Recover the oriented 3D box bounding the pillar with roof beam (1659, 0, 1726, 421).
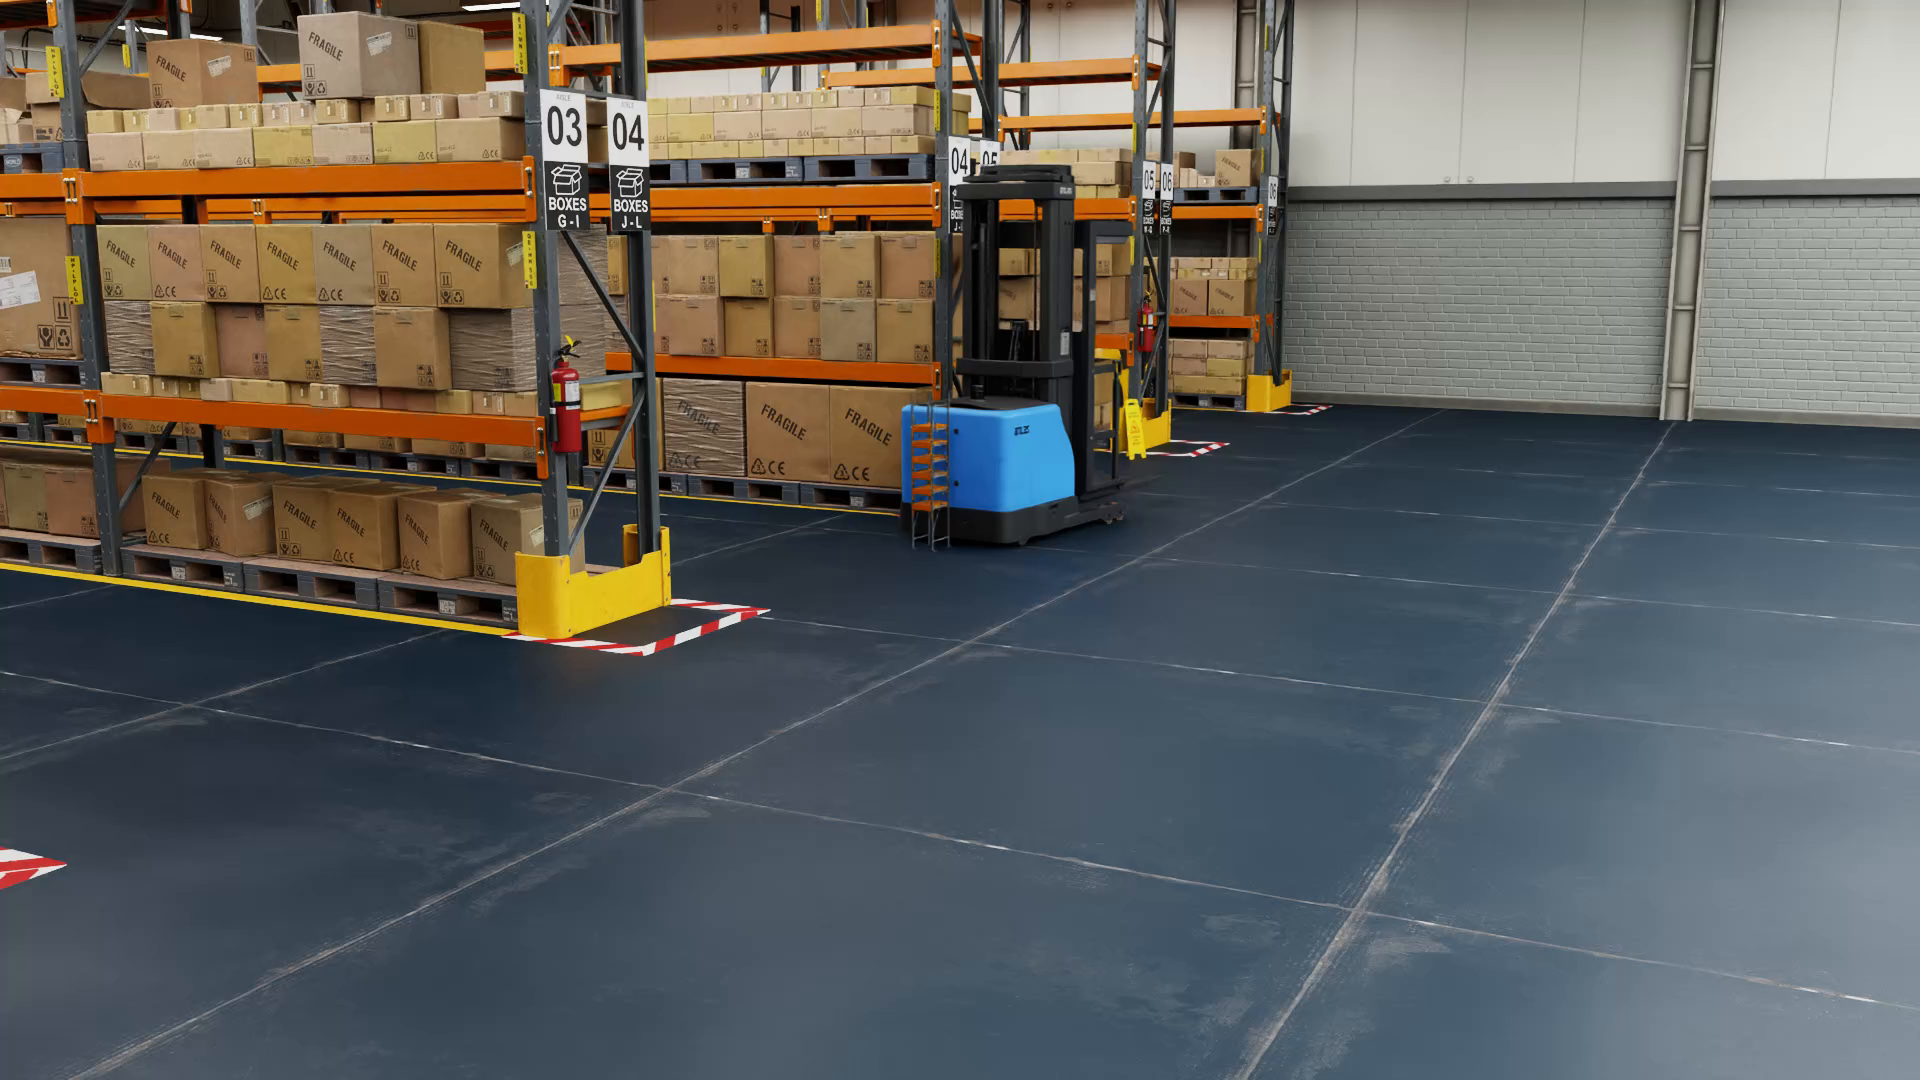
[{"bbox_3d":[7.608,-5.344,17.492,0.400,9.000,9.100,5,11,26],"label":"pillar with roof beam"}]

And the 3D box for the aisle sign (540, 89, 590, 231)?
[{"bbox_3d":[-2.297,-2.205,9.689,0.004,0.787,0.394,5,11,26],"label":"aisle sign"}]

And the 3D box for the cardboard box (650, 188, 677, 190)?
[{"bbox_3d":[-3.629,-4.603,21.526,0.637,0.503,0.797,5,11,26],"label":"cardboard box"}]

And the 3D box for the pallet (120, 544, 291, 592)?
[{"bbox_3d":[-5.189,0.126,11.941,1.213,0.211,1.003,5,11,26],"label":"pallet"}]

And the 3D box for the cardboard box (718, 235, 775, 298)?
[{"bbox_3d":[-1.759,-2.518,15.269,0.500,0.550,0.875,5,11,26],"label":"cardboard box"}]

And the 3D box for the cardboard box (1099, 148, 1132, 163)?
[{"bbox_3d":[1.731,-4.285,18.529,0.250,0.149,0.380,5,11,26],"label":"cardboard box"}]

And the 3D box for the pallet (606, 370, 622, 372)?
[{"bbox_3d":[-5.657,-2.869,28.492,1.213,0.211,1.003,5,11,26],"label":"pallet"}]

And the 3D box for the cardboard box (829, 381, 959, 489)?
[{"bbox_3d":[-0.572,-0.966,14.934,0.875,0.875,0.875,5,11,26],"label":"cardboard box"}]

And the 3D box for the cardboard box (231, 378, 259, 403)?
[{"bbox_3d":[-4.615,-1.010,11.095,0.250,0.149,0.380,5,11,26],"label":"cardboard box"}]

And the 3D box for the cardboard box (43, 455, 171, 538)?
[{"bbox_3d":[-6.348,-0.332,12.424,0.500,0.500,0.700,4,11,21],"label":"cardboard box"}]

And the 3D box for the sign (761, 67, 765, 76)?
[{"bbox_3d":[-3.047,-7.348,25.715,0.005,0.325,0.100,5,11,26],"label":"sign"}]

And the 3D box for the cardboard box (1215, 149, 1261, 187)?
[{"bbox_3d":[3.853,-5.131,22.995,0.500,0.500,0.500,5,12,28],"label":"cardboard box"}]

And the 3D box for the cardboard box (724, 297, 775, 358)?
[{"bbox_3d":[-1.730,-1.997,15.423,0.500,0.550,0.875,5,11,26],"label":"cardboard box"}]

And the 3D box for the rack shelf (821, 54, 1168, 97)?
[{"bbox_3d":[0.372,-5.315,19.359,4.000,0.370,1.077,5,11,26],"label":"rack shelf"}]

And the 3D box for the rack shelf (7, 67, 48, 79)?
[{"bbox_3d":[-12.489,-5.462,20.171,4.000,0.370,1.077,5,11,26],"label":"rack shelf"}]

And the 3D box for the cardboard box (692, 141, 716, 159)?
[{"bbox_3d":[-2.202,-3.503,14.985,0.250,0.149,0.380,5,11,26],"label":"cardboard box"}]

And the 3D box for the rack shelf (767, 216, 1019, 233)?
[{"bbox_3d":[-1.023,-4.949,25.749,4.000,0.370,1.077,5,11,26],"label":"rack shelf"}]

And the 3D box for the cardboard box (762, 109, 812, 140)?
[{"bbox_3d":[-1.395,-3.640,14.623,0.500,0.250,0.500,5,11,25],"label":"cardboard box"}]

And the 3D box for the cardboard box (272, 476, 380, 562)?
[{"bbox_3d":[-4.357,-0.152,11.486,0.500,0.500,0.500,4,11,21],"label":"cardboard box"}]

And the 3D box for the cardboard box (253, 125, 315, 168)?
[{"bbox_3d":[-4.123,-2.497,10.604,0.500,0.250,0.500,5,11,25],"label":"cardboard box"}]

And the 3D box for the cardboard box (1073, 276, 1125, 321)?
[{"bbox_3d":[1.557,-2.755,18.915,0.500,0.500,0.500,5,11,25],"label":"cardboard box"}]

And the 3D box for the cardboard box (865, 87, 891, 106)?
[{"bbox_3d":[-0.610,-3.755,14.141,0.250,0.149,0.380,5,11,26],"label":"cardboard box"}]

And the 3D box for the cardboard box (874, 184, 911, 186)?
[{"bbox_3d":[-0.682,-4.307,19.769,0.500,0.250,0.500,5,11,25],"label":"cardboard box"}]

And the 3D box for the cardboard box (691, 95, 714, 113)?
[{"bbox_3d":[-2.204,-3.895,14.914,0.250,0.149,0.380,5,11,26],"label":"cardboard box"}]

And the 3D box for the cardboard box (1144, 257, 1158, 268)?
[{"bbox_3d":[2.755,-3.948,23.684,0.250,0.149,0.380,5,12,27],"label":"cardboard box"}]

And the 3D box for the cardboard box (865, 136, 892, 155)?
[{"bbox_3d":[-0.608,-3.363,14.211,0.250,0.149,0.380,5,11,26],"label":"cardboard box"}]

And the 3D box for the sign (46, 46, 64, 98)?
[{"bbox_3d":[-6.049,-3.129,11.115,0.005,0.325,0.100,5,11,26],"label":"sign"}]

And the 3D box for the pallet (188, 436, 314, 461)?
[{"bbox_3d":[-7.809,-1.082,18.619,1.213,0.211,1.003,5,11,26],"label":"pallet"}]

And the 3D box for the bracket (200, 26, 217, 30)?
[{"bbox_3d":[-14.664,-9.857,32.320,0.430,0.232,0.235,5,11,26],"label":"bracket"}]

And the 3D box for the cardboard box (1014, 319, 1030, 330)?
[{"bbox_3d":[0.827,-2.517,19.418,0.250,0.149,0.380,5,11,27],"label":"cardboard box"}]

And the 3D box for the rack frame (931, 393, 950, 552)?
[{"bbox_3d":[-0.149,-0.515,12.705,0.006,1.200,0.240,7,12,33],"label":"rack frame"}]

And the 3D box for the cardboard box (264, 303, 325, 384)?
[{"bbox_3d":[-4.075,-1.329,11.037,0.500,0.500,0.875,5,11,26],"label":"cardboard box"}]

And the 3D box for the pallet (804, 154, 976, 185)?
[{"bbox_3d":[-0.604,-3.252,14.600,1.213,0.211,1.003,5,11,26],"label":"pallet"}]

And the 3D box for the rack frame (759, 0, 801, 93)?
[{"bbox_3d":[-2.816,-6.936,26.288,0.127,3.000,1.000,5,11,26],"label":"rack frame"}]

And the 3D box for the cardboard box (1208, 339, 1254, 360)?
[{"bbox_3d":[3.807,-2.686,23.383,0.500,0.250,0.500,5,12,28],"label":"cardboard box"}]

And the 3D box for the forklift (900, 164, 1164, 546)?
[{"bbox_3d":[0.753,-1.615,13.925,1.130,2.935,3.031,7,12,33],"label":"forklift"}]

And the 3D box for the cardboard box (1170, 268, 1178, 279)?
[{"bbox_3d":[2.998,-3.785,23.621,0.250,0.149,0.380,5,11,24],"label":"cardboard box"}]

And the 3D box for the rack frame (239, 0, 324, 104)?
[{"bbox_3d":[-7.109,-5.345,17.494,0.127,3.000,1.000,5,11,26],"label":"rack frame"}]

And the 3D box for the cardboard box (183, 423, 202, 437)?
[{"bbox_3d":[-8.278,-1.421,18.499,0.500,0.500,0.500,6,12,28],"label":"cardboard box"}]

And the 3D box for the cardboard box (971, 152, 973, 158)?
[{"bbox_3d":[0.147,-4.435,19.354,0.250,0.149,0.380,5,12,27],"label":"cardboard box"}]

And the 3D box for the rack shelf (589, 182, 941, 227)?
[{"bbox_3d":[-1.728,-3.042,15.213,4.000,0.370,1.077,5,11,26],"label":"rack shelf"}]

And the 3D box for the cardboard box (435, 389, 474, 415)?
[{"bbox_3d":[-3.037,-0.875,10.350,0.250,0.149,0.380,5,11,26],"label":"cardboard box"}]

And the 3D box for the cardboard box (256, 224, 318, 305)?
[{"bbox_3d":[-4.165,-1.789,10.767,0.500,0.500,0.500,5,11,26],"label":"cardboard box"}]

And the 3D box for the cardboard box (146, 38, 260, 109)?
[{"bbox_3d":[-5.290,-3.216,11.636,0.500,0.500,0.500,5,11,24],"label":"cardboard box"}]

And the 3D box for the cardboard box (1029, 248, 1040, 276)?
[{"bbox_3d":[1.160,-3.295,19.090,0.500,0.500,0.700,5,11,26],"label":"cardboard box"}]

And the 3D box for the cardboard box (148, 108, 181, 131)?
[{"bbox_3d":[-5.148,-2.782,11.058,0.250,0.149,0.380,5,11,26],"label":"cardboard box"}]

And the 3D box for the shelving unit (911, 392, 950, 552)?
[{"bbox_3d":[-0.225,-0.524,12.754,0.189,1.200,0.258,7,12,33],"label":"shelving unit"}]

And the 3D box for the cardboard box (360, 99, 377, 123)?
[{"bbox_3d":[-3.485,-2.647,10.314,0.250,0.149,0.380,5,11,26],"label":"cardboard box"}]

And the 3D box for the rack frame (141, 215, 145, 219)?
[{"bbox_3d":[-12.183,-3.822,25.924,0.127,3.000,1.000,5,11,26],"label":"rack frame"}]

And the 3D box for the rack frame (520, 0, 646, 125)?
[{"bbox_3d":[-2.220,-3.930,9.678,0.127,3.000,1.000,5,11,26],"label":"rack frame"}]

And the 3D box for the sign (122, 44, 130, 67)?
[{"bbox_3d":[-12.434,-7.223,24.805,0.005,0.325,0.100,5,11,26],"label":"sign"}]

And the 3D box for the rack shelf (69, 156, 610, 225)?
[{"bbox_3d":[-4.013,-2.258,10.880,4.000,0.370,1.077,5,11,26],"label":"rack shelf"}]
